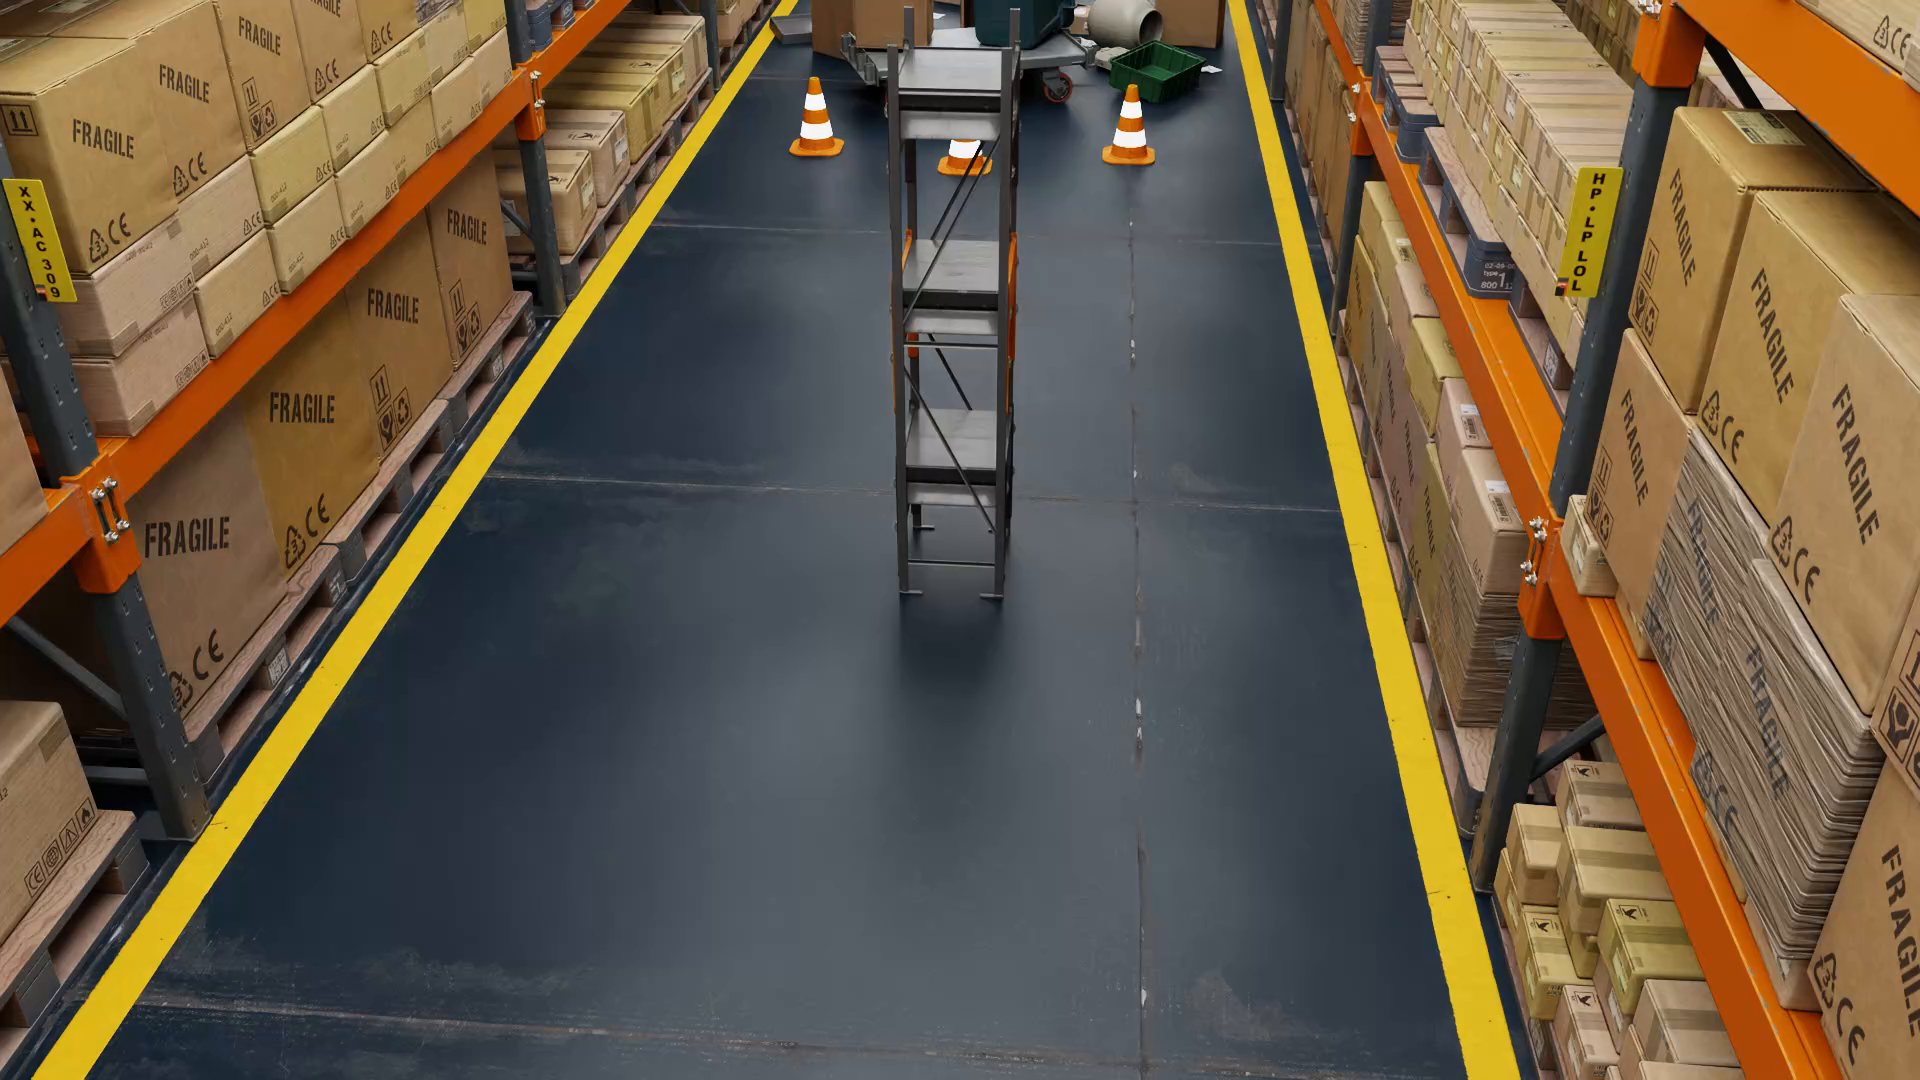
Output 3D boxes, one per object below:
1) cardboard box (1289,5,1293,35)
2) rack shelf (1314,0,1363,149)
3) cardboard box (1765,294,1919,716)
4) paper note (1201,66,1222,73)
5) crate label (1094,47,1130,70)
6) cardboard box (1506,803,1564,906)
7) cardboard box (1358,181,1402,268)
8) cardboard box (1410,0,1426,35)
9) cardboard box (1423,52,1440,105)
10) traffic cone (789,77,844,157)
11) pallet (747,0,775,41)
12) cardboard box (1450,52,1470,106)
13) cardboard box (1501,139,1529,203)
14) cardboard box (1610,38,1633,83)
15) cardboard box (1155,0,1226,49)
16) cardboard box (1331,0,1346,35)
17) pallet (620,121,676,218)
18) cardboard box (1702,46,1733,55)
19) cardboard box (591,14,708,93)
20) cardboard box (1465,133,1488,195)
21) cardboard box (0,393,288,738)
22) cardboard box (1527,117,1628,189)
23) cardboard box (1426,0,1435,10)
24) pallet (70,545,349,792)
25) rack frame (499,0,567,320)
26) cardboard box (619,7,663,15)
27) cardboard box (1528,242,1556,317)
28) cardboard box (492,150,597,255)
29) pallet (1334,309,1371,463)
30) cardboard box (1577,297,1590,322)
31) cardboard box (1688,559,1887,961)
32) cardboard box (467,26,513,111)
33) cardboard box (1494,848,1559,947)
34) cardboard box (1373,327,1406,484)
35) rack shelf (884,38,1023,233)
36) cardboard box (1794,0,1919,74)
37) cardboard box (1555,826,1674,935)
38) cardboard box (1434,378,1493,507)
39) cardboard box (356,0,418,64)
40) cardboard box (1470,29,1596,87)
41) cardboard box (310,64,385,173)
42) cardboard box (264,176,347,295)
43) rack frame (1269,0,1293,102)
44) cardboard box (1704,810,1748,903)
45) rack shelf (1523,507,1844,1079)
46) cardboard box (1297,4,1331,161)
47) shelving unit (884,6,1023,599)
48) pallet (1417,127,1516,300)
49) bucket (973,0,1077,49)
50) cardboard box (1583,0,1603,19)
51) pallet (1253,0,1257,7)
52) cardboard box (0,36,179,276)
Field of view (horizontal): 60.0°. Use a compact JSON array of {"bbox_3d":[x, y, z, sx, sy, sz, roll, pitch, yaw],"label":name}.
[{"bbox_3d":[2.828,-4.002,12.010,0.875,0.875,0.875,3,32,5],"label":"cardboard box"},{"bbox_3d":[2.544,-3.050,9.525,1.077,0.370,4.000,2,32,4],"label":"rack shelf"},{"bbox_3d":[1.677,-0.054,2.647,0.500,0.500,0.500,3,32,5],"label":"cardboard box"},{"bbox_3d":[1.859,-3.528,12.446,0.147,0.020,0.142,-20,37,-29],"label":"paper note"},{"bbox_3d":[1.165,-3.601,12.463,0.298,0.136,0.250,-20,37,-29],"label":"crate label"},{"bbox_3d":[1.707,0.866,4.520,0.380,0.149,0.250,4,32,6],"label":"cardboard box"},{"bbox_3d":[2.084,-1.394,7.420,0.500,0.250,0.500,1,32,2],"label":"cardboard box"},{"bbox_3d":[2.142,-2.265,7.121,0.380,0.149,0.250,4,32,6],"label":"cardboard box"},{"bbox_3d":[2.100,-1.875,6.773,0.380,0.149,0.250,4,32,6],"label":"cardboard box"},{"bbox_3d":[-0.940,-2.772,10.807,0.336,0.463,0.334,2,32,4],"label":"traffic cone"},{"bbox_3d":[-2.118,-4.366,13.633,1.003,0.211,1.213,2,32,4],"label":"pallet"},{"bbox_3d":[2.062,-1.721,6.239,0.380,0.149,0.250,3,32,4],"label":"cardboard box"},{"bbox_3d":[1.975,-1.180,5.362,0.380,0.149,0.250,1,32,1],"label":"cardboard box"},{"bbox_3d":[2.735,-1.823,6.404,0.380,0.149,0.250,3,32,4],"label":"cardboard box"},{"bbox_3d":[1.811,-4.194,13.077,0.500,0.500,0.500,8,32,12],"label":"cardboard box"},{"bbox_3d":[2.193,-2.861,8.437,0.500,0.500,0.500,2,32,4],"label":"cardboard box"},{"bbox_3d":[-2.393,-2.326,10.324,1.003,0.211,1.213,2,32,4],"label":"pallet"},{"bbox_3d":[2.691,-1.683,5.895,0.380,0.149,0.250,4,32,6],"label":"cardboard box"},{"bbox_3d":[-2.275,-3.346,11.425,0.950,0.372,0.625,3,32,5],"label":"cardboard box"},{"bbox_3d":[2.015,-1.327,5.884,0.380,0.149,0.250,1,32,2],"label":"cardboard box"},{"bbox_3d":[-2.915,0.021,5.482,0.875,0.875,0.875,3,32,6],"label":"cardboard box"},{"bbox_3d":[1.959,-1.175,5.069,0.380,0.149,0.250,2,32,4],"label":"cardboard box"},{"bbox_3d":[2.132,-2.261,6.832,0.380,0.149,0.250,2,32,3],"label":"cardboard box"},{"bbox_3d":[-2.898,0.403,5.895,1.003,0.211,1.213,2,32,4],"label":"pallet"},{"bbox_3d":[-2.560,-2.469,7.897,1.000,3.000,0.127,2,32,4],"label":"rack frame"},{"bbox_3d":[-2.454,-3.889,12.422,0.500,0.250,0.500,4,32,6],"label":"cardboard box"},{"bbox_3d":[1.934,-0.773,4.984,0.380,0.149,0.250,2,32,4],"label":"cardboard box"},{"bbox_3d":[-2.504,-1.824,8.955,0.950,0.372,0.625,0,32,1],"label":"cardboard box"},{"bbox_3d":[2.316,-0.715,7.708,1.003,0.211,1.213,2,32,4],"label":"pallet"},{"bbox_3d":[1.891,-0.634,4.475,0.380,0.149,0.250,3,32,5],"label":"cardboard box"},{"bbox_3d":[1.654,0.381,2.893,0.500,0.500,0.500,2,32,3],"label":"cardboard box"},{"bbox_3d":[-2.343,-2.129,7.489,0.500,0.250,0.500,1,32,2],"label":"cardboard box"},{"bbox_3d":[1.706,0.993,4.597,0.380,0.149,0.250,1,32,2],"label":"cardboard box"},{"bbox_3d":[1.995,-0.534,6.740,0.500,0.500,0.500,2,32,3],"label":"cardboard box"},{"bbox_3d":[-0.013,-1.392,5.699,0.431,0.518,0.480,2,32,4],"label":"rack shelf"},{"bbox_3d":[1.724,-0.939,2.698,0.500,0.250,0.500,2,32,3],"label":"cardboard box"},{"bbox_3d":[1.740,0.876,4.220,0.380,0.149,0.250,4,32,6],"label":"cardboard box"},{"bbox_3d":[1.920,-0.321,5.679,0.500,0.250,0.500,4,32,6],"label":"cardboard box"},{"bbox_3d":[-2.422,-2.127,6.295,0.500,0.500,0.500,2,32,4],"label":"cardboard box"},{"bbox_3d":[2.045,-1.715,5.945,0.380,0.149,0.250,3,32,5],"label":"cardboard box"},{"bbox_3d":[-2.448,-1.545,6.065,0.500,0.250,0.500,2,32,2],"label":"cardboard box"},{"bbox_3d":[-2.489,-1.070,5.770,0.500,0.250,0.500,2,32,4],"label":"cardboard box"},{"bbox_3d":[2.707,-4.402,11.034,1.000,3.000,0.127,2,32,4],"label":"rack frame"},{"bbox_3d":[1.677,0.573,3.200,0.380,0.149,0.250,3,32,5],"label":"cardboard box"},{"bbox_3d":[1.893,1.133,2.737,1.077,0.370,4.000,2,32,4],"label":"rack shelf"},{"bbox_3d":[2.664,-2.790,10.163,1.050,0.750,0.750,2,32,4],"label":"cardboard box"},{"bbox_3d":[-0.013,-0.807,6.059,0.431,2.100,0.503,2,32,4],"label":"shelving unit"},{"bbox_3d":[2.261,-1.192,6.008,1.003,0.211,1.213,2,32,4],"label":"pallet"},{"bbox_3d":[0.420,-3.825,11.769,0.726,0.611,0.620,14,44,21],"label":"bucket"},{"bbox_3d":[2.776,-2.228,6.779,0.380,0.149,0.250,2,32,3],"label":"cardboard box"},{"bbox_3d":[3.046,-4.885,14.475,1.003,0.211,1.213,2,32,4],"label":"pallet"},{"bbox_3d":[-2.564,-1.063,4.568,0.500,0.500,0.500,3,32,5],"label":"cardboard box"}]
